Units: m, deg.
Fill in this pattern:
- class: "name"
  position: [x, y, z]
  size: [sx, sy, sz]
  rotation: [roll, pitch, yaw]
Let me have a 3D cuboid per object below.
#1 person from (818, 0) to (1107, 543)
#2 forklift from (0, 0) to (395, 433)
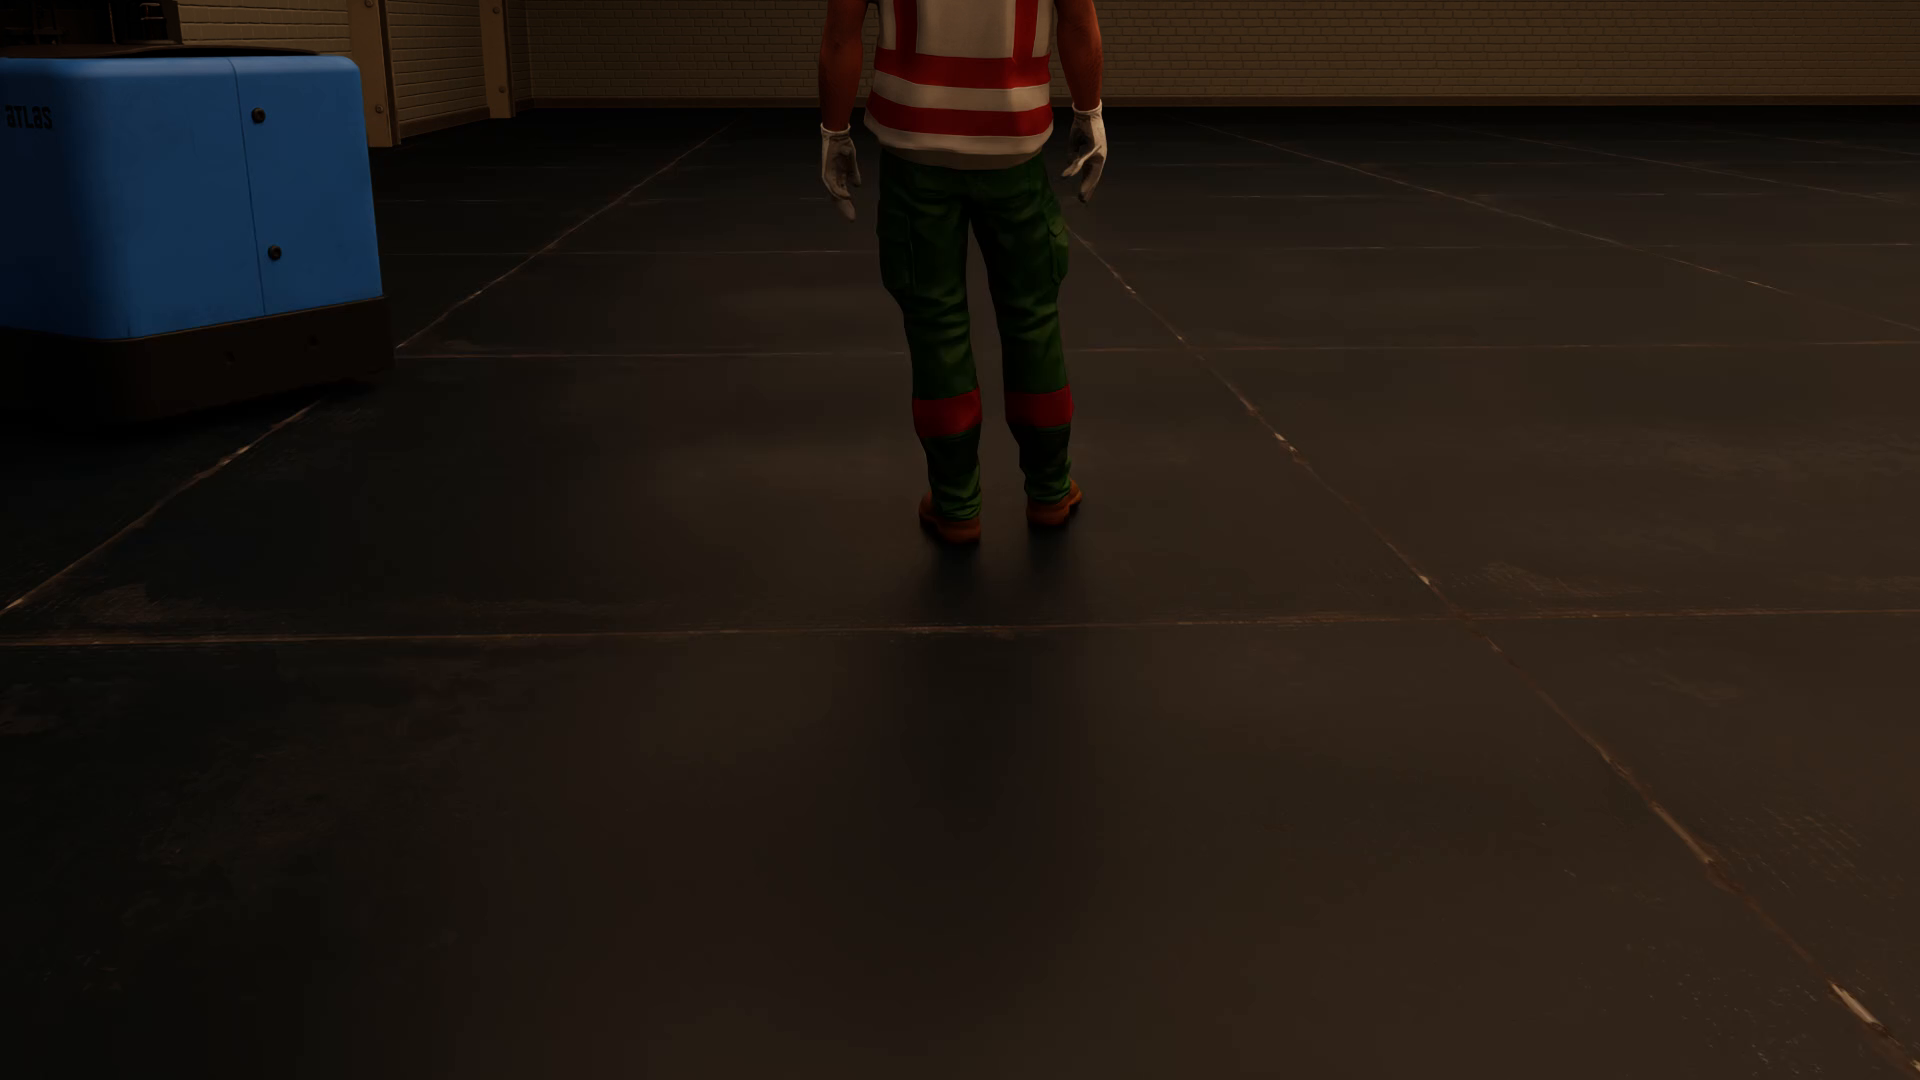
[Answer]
- class: "person"
  position: [0.008, -0.887, 3.732]
  size: [0.637, 1.790, 0.562]
  rotation: [-1, 17, -3]
- class: "forklift"
  position: [-3.424, -2.009, 5.476]
  size: [3.031, 2.935, 1.130]
  rotation: [10, 20, 29]
